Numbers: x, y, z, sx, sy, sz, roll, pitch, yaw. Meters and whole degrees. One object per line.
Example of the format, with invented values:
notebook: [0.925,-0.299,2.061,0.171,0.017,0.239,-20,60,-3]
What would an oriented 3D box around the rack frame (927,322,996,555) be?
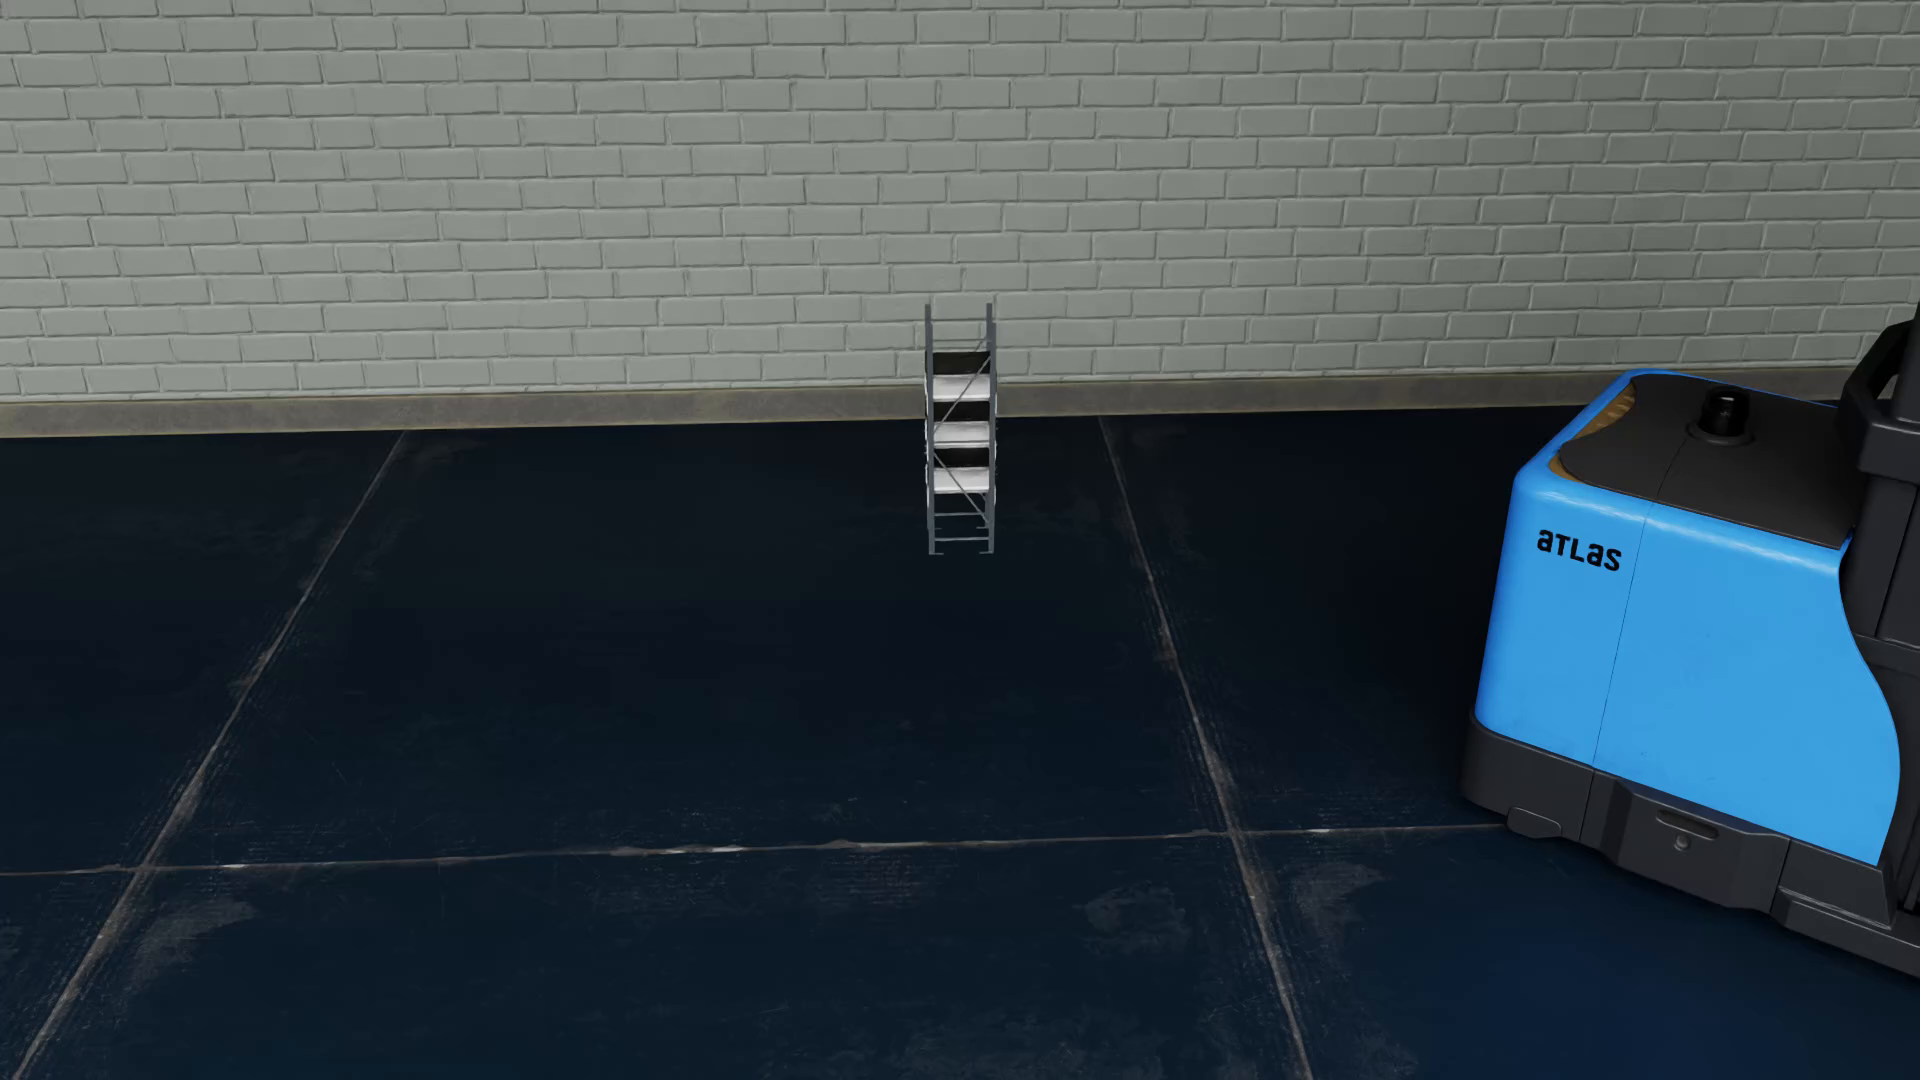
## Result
rack frame: [0.006,-0.348,5.945,0.240,0.900,0.006,-1,28,-3]

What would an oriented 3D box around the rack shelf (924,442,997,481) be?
rack shelf: [0.000,-0.286,6.092,0.258,0.077,0.200,-1,28,-3]

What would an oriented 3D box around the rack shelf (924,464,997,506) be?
rack shelf: [0.000,-0.206,6.133,0.258,0.077,0.200,-1,28,-3]

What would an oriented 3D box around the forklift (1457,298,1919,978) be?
forklift: [2.902,-0.291,3.638,3.031,2.935,1.130,19,33,32]

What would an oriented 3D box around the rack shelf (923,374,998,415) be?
rack shelf: [0.000,-0.525,5.967,0.258,0.077,0.200,-1,28,-3]

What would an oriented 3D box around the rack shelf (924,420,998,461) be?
rack shelf: [0.000,-0.366,6.050,0.258,0.077,0.200,-1,28,-3]

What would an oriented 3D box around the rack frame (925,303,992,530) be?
rack frame: [-0.005,-0.442,6.125,0.240,0.900,0.006,-1,28,-3]

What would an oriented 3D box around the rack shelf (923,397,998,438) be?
rack shelf: [0.000,-0.445,6.009,0.258,0.077,0.200,-1,28,-3]

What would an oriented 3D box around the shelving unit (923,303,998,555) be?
shelving unit: [0.000,-0.395,6.035,0.258,0.900,0.210,-1,28,-3]

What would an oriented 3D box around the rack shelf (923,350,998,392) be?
rack shelf: [0.000,-0.605,5.925,0.258,0.077,0.200,-1,28,-3]
